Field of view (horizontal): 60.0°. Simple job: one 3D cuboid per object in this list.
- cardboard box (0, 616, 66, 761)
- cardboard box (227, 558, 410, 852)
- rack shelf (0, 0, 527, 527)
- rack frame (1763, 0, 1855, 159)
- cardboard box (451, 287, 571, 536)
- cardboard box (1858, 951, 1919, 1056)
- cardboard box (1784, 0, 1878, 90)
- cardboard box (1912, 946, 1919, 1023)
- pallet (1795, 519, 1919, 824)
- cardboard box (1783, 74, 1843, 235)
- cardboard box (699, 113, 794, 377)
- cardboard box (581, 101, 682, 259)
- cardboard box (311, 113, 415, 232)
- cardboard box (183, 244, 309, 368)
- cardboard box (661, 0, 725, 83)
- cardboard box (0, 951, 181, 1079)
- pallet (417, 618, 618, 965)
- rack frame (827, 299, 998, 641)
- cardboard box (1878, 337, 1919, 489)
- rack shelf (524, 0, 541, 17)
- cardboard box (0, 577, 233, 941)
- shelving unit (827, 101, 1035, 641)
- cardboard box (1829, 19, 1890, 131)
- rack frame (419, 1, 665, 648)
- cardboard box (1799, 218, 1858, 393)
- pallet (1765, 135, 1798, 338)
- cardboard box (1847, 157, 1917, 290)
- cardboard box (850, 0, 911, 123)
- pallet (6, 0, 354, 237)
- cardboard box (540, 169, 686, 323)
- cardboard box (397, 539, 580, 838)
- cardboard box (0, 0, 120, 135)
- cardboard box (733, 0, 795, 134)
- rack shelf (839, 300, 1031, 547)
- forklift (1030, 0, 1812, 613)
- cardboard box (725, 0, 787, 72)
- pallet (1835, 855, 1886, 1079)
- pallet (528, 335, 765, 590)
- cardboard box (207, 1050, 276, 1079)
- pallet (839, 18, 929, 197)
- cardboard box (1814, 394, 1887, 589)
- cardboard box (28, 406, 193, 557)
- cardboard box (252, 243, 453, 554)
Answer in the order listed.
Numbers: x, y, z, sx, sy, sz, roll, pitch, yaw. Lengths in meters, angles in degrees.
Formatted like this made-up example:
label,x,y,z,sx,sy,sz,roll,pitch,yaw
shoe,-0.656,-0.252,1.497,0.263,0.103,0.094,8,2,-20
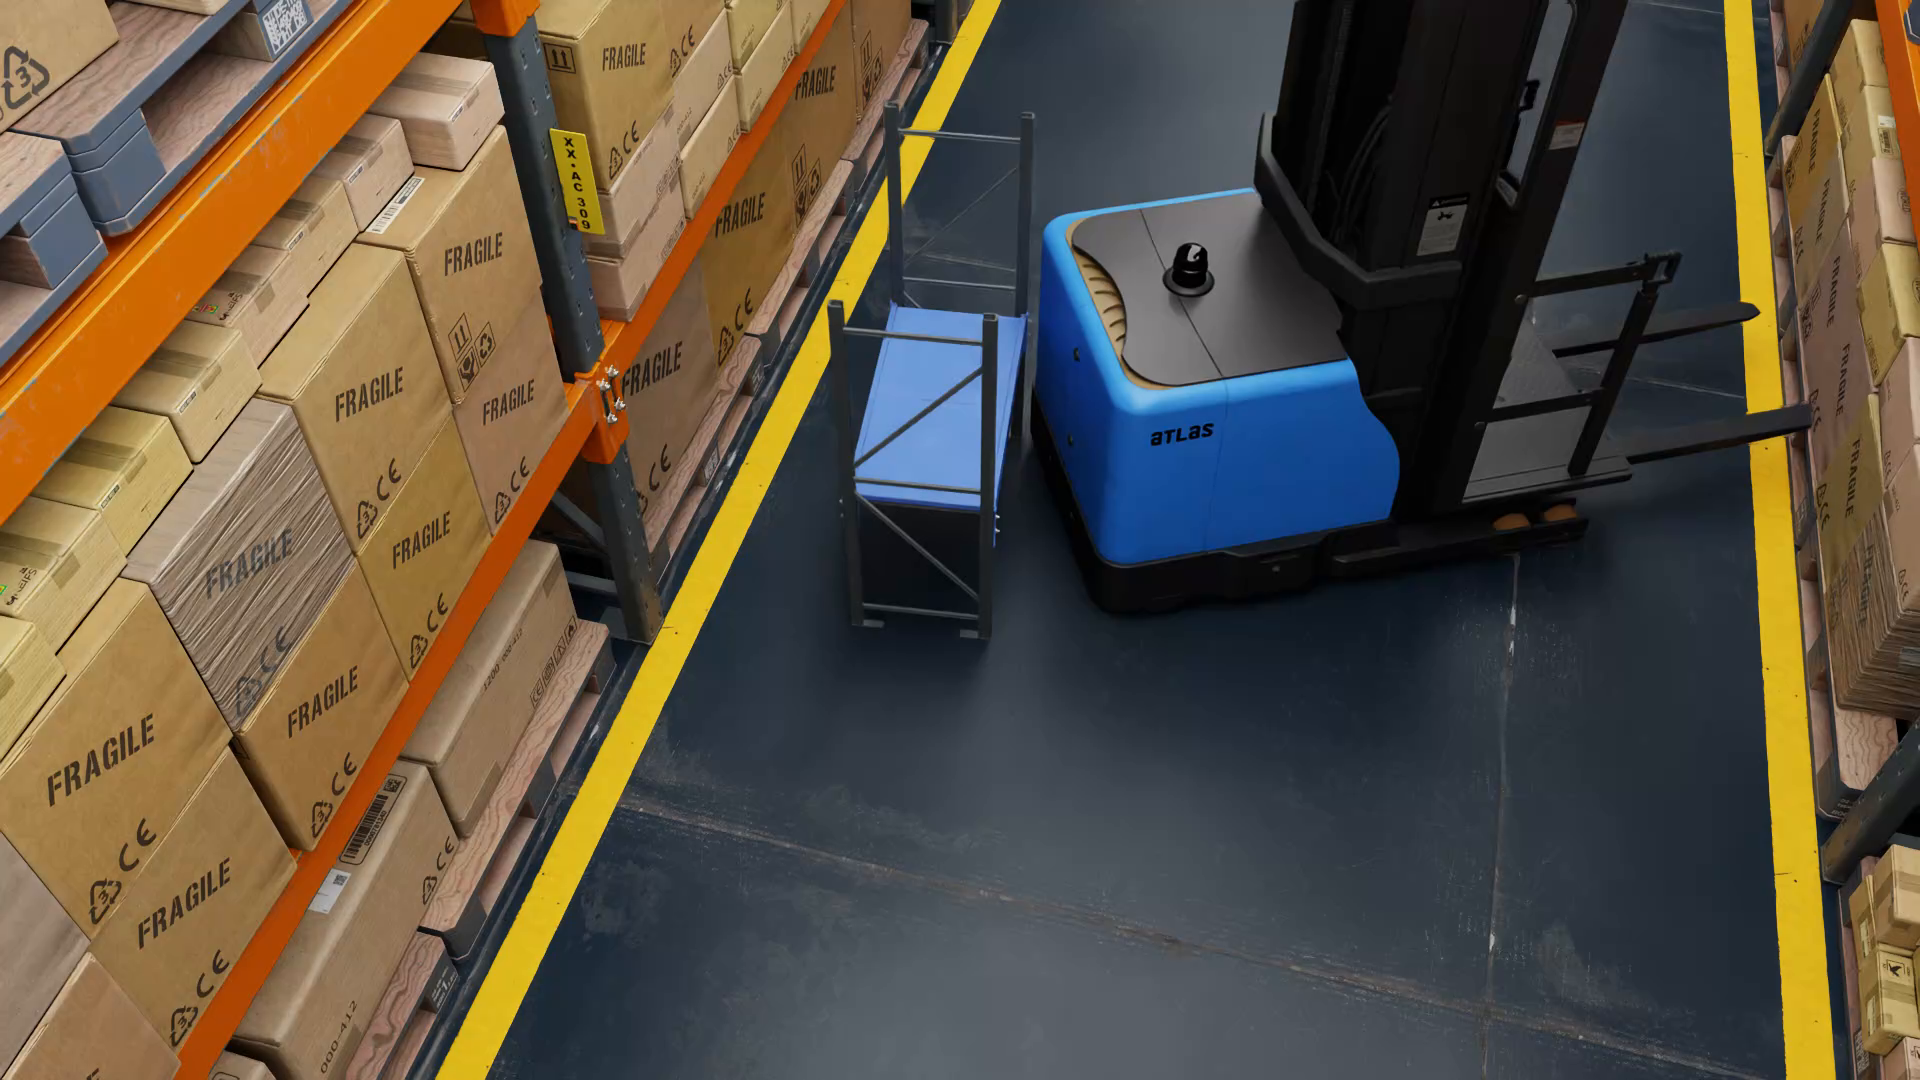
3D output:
label,x,y,z,sx,sy,sz,roll,pitch,yaw
cardboard box,-1.806,0.245,2.867,0.380,0.149,0.250,10,49,9
cardboard box,-1.686,0.339,3.884,0.500,0.500,0.500,11,49,9
rack shelf,-2.088,-0.062,2.783,1.077,0.370,4.000,12,50,10
rack frame,4.293,-2.743,6.671,1.000,3.000,0.127,12,50,10
cardboard box,-1.438,-0.401,4.537,0.500,0.500,0.500,12,50,10
cardboard box,2.764,1.347,4.682,0.380,0.149,0.250,13,50,11
cardboard box,4.540,-2.561,7.730,1.050,0.750,0.750,11,49,10
cardboard box,2.856,1.256,4.564,0.380,0.149,0.250,12,50,10
pallet,3.444,0.509,5.660,1.003,0.211,1.213,12,50,10
cardboard box,3.861,-1.594,7.043,0.500,0.500,0.500,10,49,8
cardboard box,-1.246,-1.309,6.542,0.875,0.875,0.875,13,50,11
cardboard box,-1.174,-1.132,5.015,0.500,0.250,0.500,10,49,9
cardboard box,-1.510,-0.878,3.858,0.380,0.149,0.250,13,50,11
cardboard box,-1.635,-0.512,3.535,0.380,0.149,0.250,11,50,10
cardboard box,-1.062,-1.753,5.063,0.500,0.500,0.500,11,50,10
cardboard box,-1.954,1.080,3.229,0.500,0.500,0.500,11,50,10
pallet,-1.838,0.703,5.488,1.003,0.211,1.213,12,50,10
rack frame,-0.138,-0.174,5.403,0.500,1.500,0.032,6,49,5
cardboard box,3.340,-0.368,5.461,0.500,0.250,0.500,14,50,12
rack shelf,-1.036,-2.955,5.337,1.077,0.370,4.000,12,50,10
cardboard box,-1.826,0.374,3.185,0.500,0.500,0.500,12,50,10
shelving unit,-0.070,-0.551,5.736,0.538,1.500,1.048,6,49,5
cardboard box,3.878,-1.852,6.771,0.500,0.250,0.500,10,49,8
rack frame,-1.562,-0.754,4.915,1.000,3.000,0.127,12,50,10
cardboard box,3.601,-0.857,6.393,0.500,0.500,0.500,10,49,9
pallet,4.086,-1.256,7.218,1.003,0.211,1.213,12,50,10
cardboard box,3.602,-1.130,6.134,0.500,0.250,0.500,12,50,10
cardboard box,-0.771,-2.600,7.681,0.875,0.875,0.875,11,50,10
pallet,-1.788,-1.127,3.303,1.003,0.211,1.213,12,50,10
cardboard box,-1.192,-0.970,5.206,0.500,0.250,0.500,11,49,9
cardboard box,-1.831,0.388,5.336,0.875,0.438,0.875,11,49,9
cardboard box,-1.886,-0.971,2.690,0.797,0.503,0.637,15,50,13
cardboard box,-0.907,-1.713,5.861,0.500,0.250,0.500,11,50,10
rack shelf,-0.070,-0.432,5.871,0.538,0.185,1.000,6,49,5
forklift,1.848,-1.290,5.434,3.031,2.935,1.130,-10,49,-9
cardboard box,-0.906,-1.875,5.671,0.500,0.250,0.500,12,50,11
pallet,3.097,1.565,4.728,1.003,0.211,1.213,12,50,10
pallet,-1.432,-0.404,6.466,1.003,0.211,1.213,12,50,10
cardboard box,-2.305,1.688,4.189,0.875,0.438,0.875,13,50,11
pallet,-0.789,-2.169,8.024,1.003,0.211,1.213,12,50,10
cardboard box,3.327,-0.118,5.741,0.500,0.500,0.500,11,49,9
cardboard box,-1.734,-0.135,3.202,0.380,0.149,0.250,11,49,9
cardboard box,-1.561,-0.357,3.830,0.500,0.500,0.500,11,49,9
